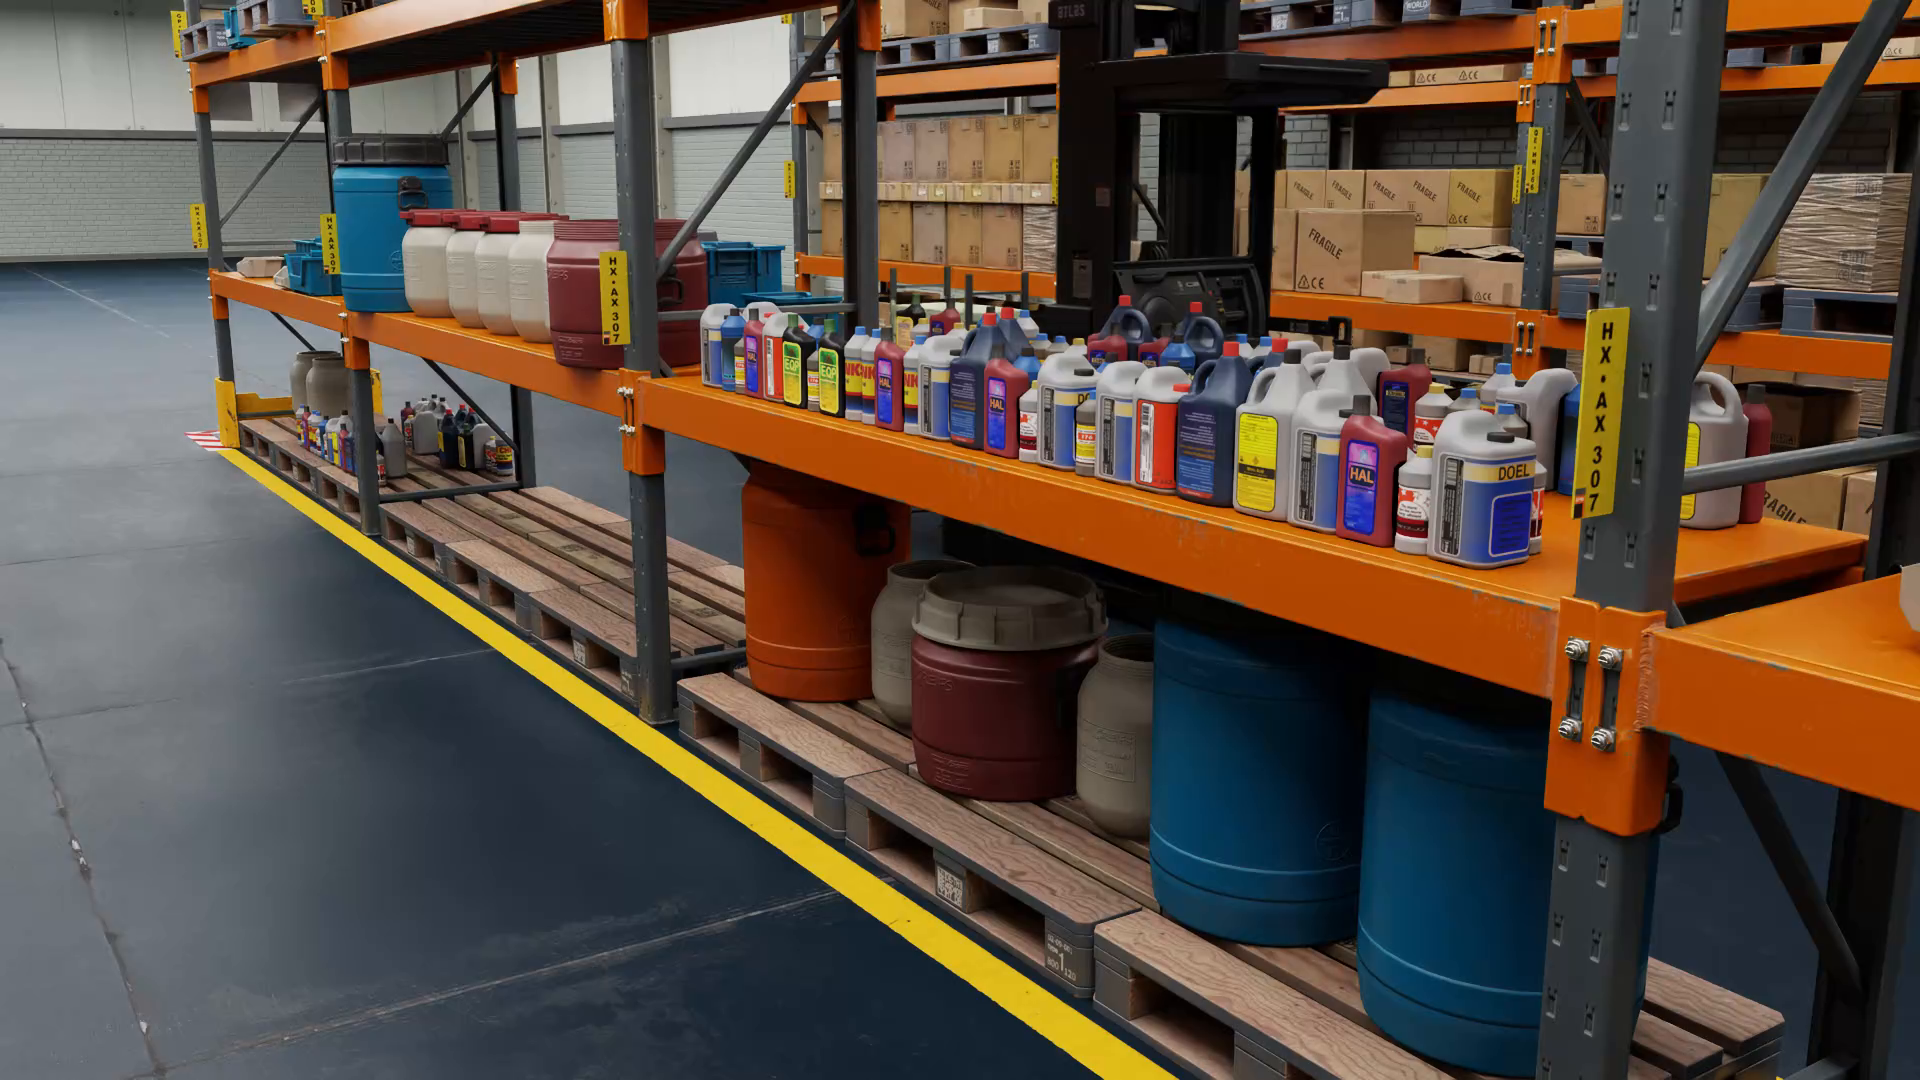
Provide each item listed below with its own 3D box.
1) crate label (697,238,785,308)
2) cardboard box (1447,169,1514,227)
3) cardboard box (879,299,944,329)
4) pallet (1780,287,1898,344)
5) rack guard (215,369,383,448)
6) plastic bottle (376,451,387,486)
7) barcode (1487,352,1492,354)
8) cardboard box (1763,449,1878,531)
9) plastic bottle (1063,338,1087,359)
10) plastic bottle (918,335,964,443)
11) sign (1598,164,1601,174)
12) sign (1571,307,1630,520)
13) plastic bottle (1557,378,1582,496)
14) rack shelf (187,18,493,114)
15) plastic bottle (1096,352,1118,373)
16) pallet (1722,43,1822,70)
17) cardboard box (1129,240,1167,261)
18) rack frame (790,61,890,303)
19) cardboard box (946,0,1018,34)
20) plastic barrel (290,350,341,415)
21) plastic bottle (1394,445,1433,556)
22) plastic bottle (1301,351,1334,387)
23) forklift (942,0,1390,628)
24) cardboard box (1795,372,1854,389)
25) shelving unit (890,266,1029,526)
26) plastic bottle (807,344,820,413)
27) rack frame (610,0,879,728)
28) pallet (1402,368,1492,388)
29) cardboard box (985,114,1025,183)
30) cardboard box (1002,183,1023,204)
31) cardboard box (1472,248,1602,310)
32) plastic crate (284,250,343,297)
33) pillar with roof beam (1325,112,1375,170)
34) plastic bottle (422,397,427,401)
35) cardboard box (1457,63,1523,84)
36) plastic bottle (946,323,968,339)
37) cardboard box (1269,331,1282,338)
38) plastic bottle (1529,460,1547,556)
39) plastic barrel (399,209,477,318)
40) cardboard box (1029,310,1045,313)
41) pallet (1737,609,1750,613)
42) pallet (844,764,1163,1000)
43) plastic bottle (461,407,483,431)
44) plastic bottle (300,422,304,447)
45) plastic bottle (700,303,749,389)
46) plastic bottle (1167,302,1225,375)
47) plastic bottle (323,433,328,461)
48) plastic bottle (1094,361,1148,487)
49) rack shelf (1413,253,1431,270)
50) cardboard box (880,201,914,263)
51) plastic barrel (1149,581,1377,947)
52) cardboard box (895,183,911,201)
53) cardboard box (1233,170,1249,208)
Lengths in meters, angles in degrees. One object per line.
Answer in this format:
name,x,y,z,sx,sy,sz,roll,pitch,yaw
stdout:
crate label,-1.085,-1.063,7.120,0.502,0.435,0.616,-8,15,-33
cardboard box,4.752,-3.072,14.935,0.500,0.500,0.500,-8,15,-33
cardboard box,-0.388,-1.776,14.160,0.500,0.500,0.500,-8,15,-33
pallet,4.447,-0.984,7.289,1.003,0.211,1.213,-8,15,-33
rack guard,-5.111,-1.031,12.906,1.175,0.500,0.348,-8,15,-33
plastic bottle,-3.436,-0.424,9.800,0.097,0.201,0.097,0,12,0
barcode,5.050,-1.765,15.888,0.001,0.075,0.075,-8,15,-33
cardboard box,3.949,-0.120,7.709,0.500,0.500,0.500,-8,15,-34
plastic bottle,0.374,-0.534,5.247,0.097,0.201,0.097,0,12,0
plastic bottle,-0.021,-0.415,4.528,0.152,0.276,0.135,-8,15,-33
sign,5.732,-3.353,14.964,0.100,0.325,0.005,-8,15,-33
sign,0.997,-0.196,2.590,0.100,0.325,0.005,-8,15,-33
plastic bottle,1.401,-0.238,3.730,0.097,0.271,0.097,0,12,0
rack shelf,-4.084,-3.018,10.805,1.077,0.370,4.000,-8,15,-33
plastic bottle,0.378,-0.333,4.163,0.097,0.271,0.097,0,12,0
pallet,6.102,-3.788,13.082,1.213,0.211,1.003,-8,15,-33
cardboard box,1.459,-1.979,11.739,0.500,0.250,0.500,-7,14,-29
rack frame,-1.067,-2.846,15.353,1.000,3.000,0.127,-8,15,-33
cardboard box,0.342,-4.231,13.116,0.797,0.503,0.637,-6,14,-27
plastic barrel,-4.764,-1.142,12.402,0.421,0.512,0.421,0,12,0
plastic bottle,0.882,-0.078,3.162,0.097,0.201,0.097,0,12,0
plastic bottle,0.877,-0.339,4.183,0.152,0.276,0.135,-8,15,-33
forklift,1.217,-1.119,7.616,1.130,2.935,3.031,-10,16,-38
cardboard box,6.857,-1.231,12.791,0.700,0.500,0.500,-8,15,-33
shelving unit,-0.015,-0.737,9.214,0.431,1.500,0.755,-8,15,-34
plastic bottle,-0.417,-0.495,5.070,0.097,0.201,0.097,0,12,0
rack frame,-0.760,-0.837,6.169,1.000,3.000,0.127,-8,15,-33
pallet,4.870,-1.474,15.609,1.003,0.211,1.213,-8,15,-33
cardboard box,0.618,-2.985,12.719,0.700,0.500,0.500,-8,15,-33
cardboard box,0.538,-2.614,12.539,0.380,0.149,0.250,-9,15,-34
cardboard box,3.201,-1.449,9.176,0.500,0.311,0.500,-7,14,-29
plastic crate,-3.815,-1.641,10.191,0.499,0.251,0.616,-8,15,-33
pillar with roof beam,0.579,-5.832,14.965,9.100,9.000,0.400,-8,15,-33
plastic bottle,-3.730,-0.855,11.577,0.061,0.283,0.133,-8,14,-31
cardboard box,4.784,-4.306,14.730,0.500,0.500,0.500,-8,14,-31
plastic bottle,-0.004,-0.655,5.801,0.097,0.201,0.097,0,12,0
cardboard box,3.364,-2.200,17.666,0.500,0.311,0.500,-10,16,-39
plastic bottle,1.062,-0.079,3.165,0.097,0.201,0.097,0,12,0
plastic barrel,-2.628,-1.419,8.511,0.433,0.535,0.433,0,12,0
cardboard box,0.870,-1.570,13.218,0.500,0.500,0.500,-8,15,-33
pallet,3.748,0.077,8.517,1.003,0.211,1.213,-8,15,-33
pallet,0.384,0.877,4.857,1.003,0.211,1.213,-8,15,-33
plastic bottle,-3.078,-0.662,10.539,0.144,0.351,0.185,-8,14,-31
plastic bottle,-4.390,-0.730,11.200,0.097,0.201,0.097,0,12,0
plastic bottle,-0.789,-0.661,5.655,0.152,0.276,0.135,-8,15,-33
plastic bottle,0.683,-0.499,4.736,0.144,0.351,0.185,-8,15,-33
plastic bottle,-4.033,-0.616,10.676,0.097,0.201,0.097,0,12,0
plastic bottle,0.413,-0.276,3.892,0.152,0.276,0.135,-8,15,-33
rack shelf,4.163,-2.726,16.488,1.077,0.370,4.000,-8,15,-33
cardboard box,-0.253,-2.628,14.124,0.700,0.500,0.500,-8,15,-32
plastic barrel,0.777,0.469,4.123,0.600,0.901,0.708,-8,15,-33
cardboard box,-0.313,-2.887,13.791,0.380,0.149,0.250,-8,15,-33
cardboard box,3.070,-3.615,17.420,0.500,0.500,0.500,-8,15,-33
